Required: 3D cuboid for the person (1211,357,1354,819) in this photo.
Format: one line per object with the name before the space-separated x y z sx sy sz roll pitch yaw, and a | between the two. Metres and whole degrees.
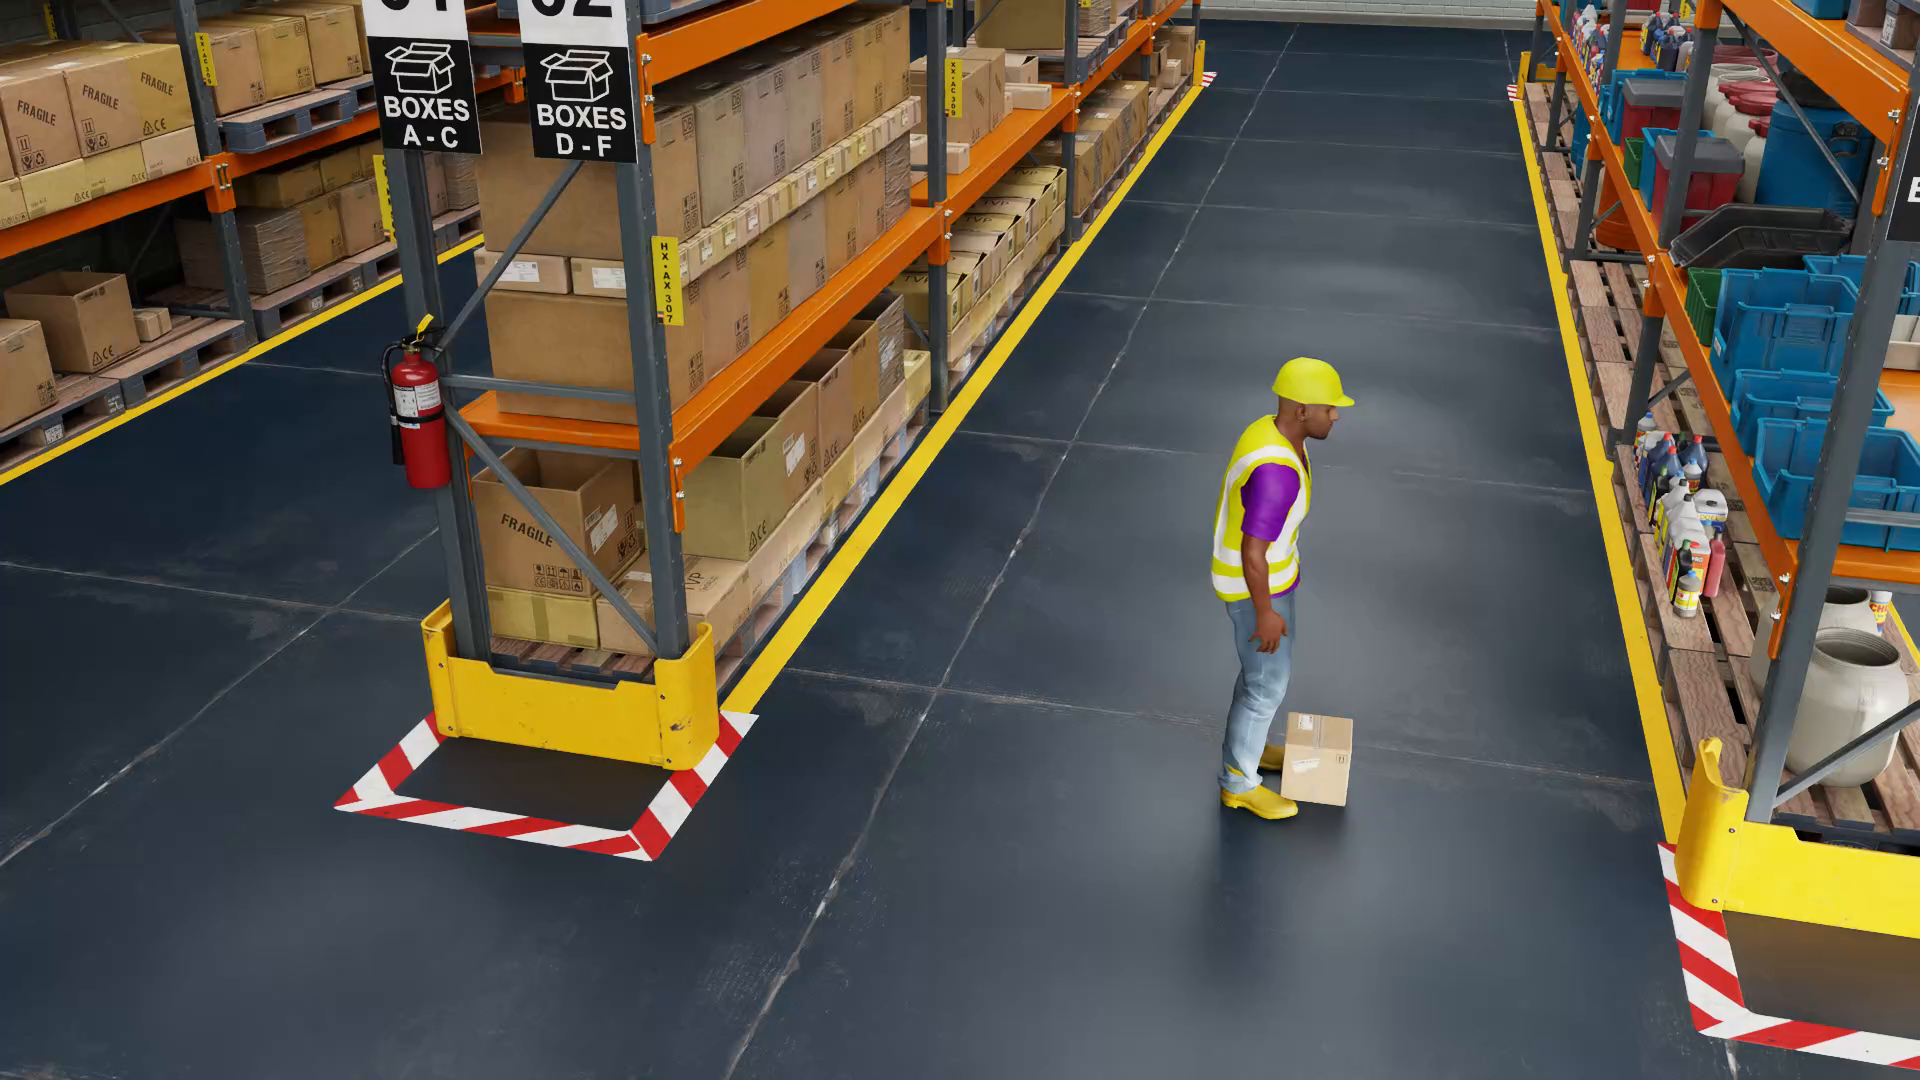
person | 1.173 0.160 6.248 0.460 1.760 0.627 6 26 13
